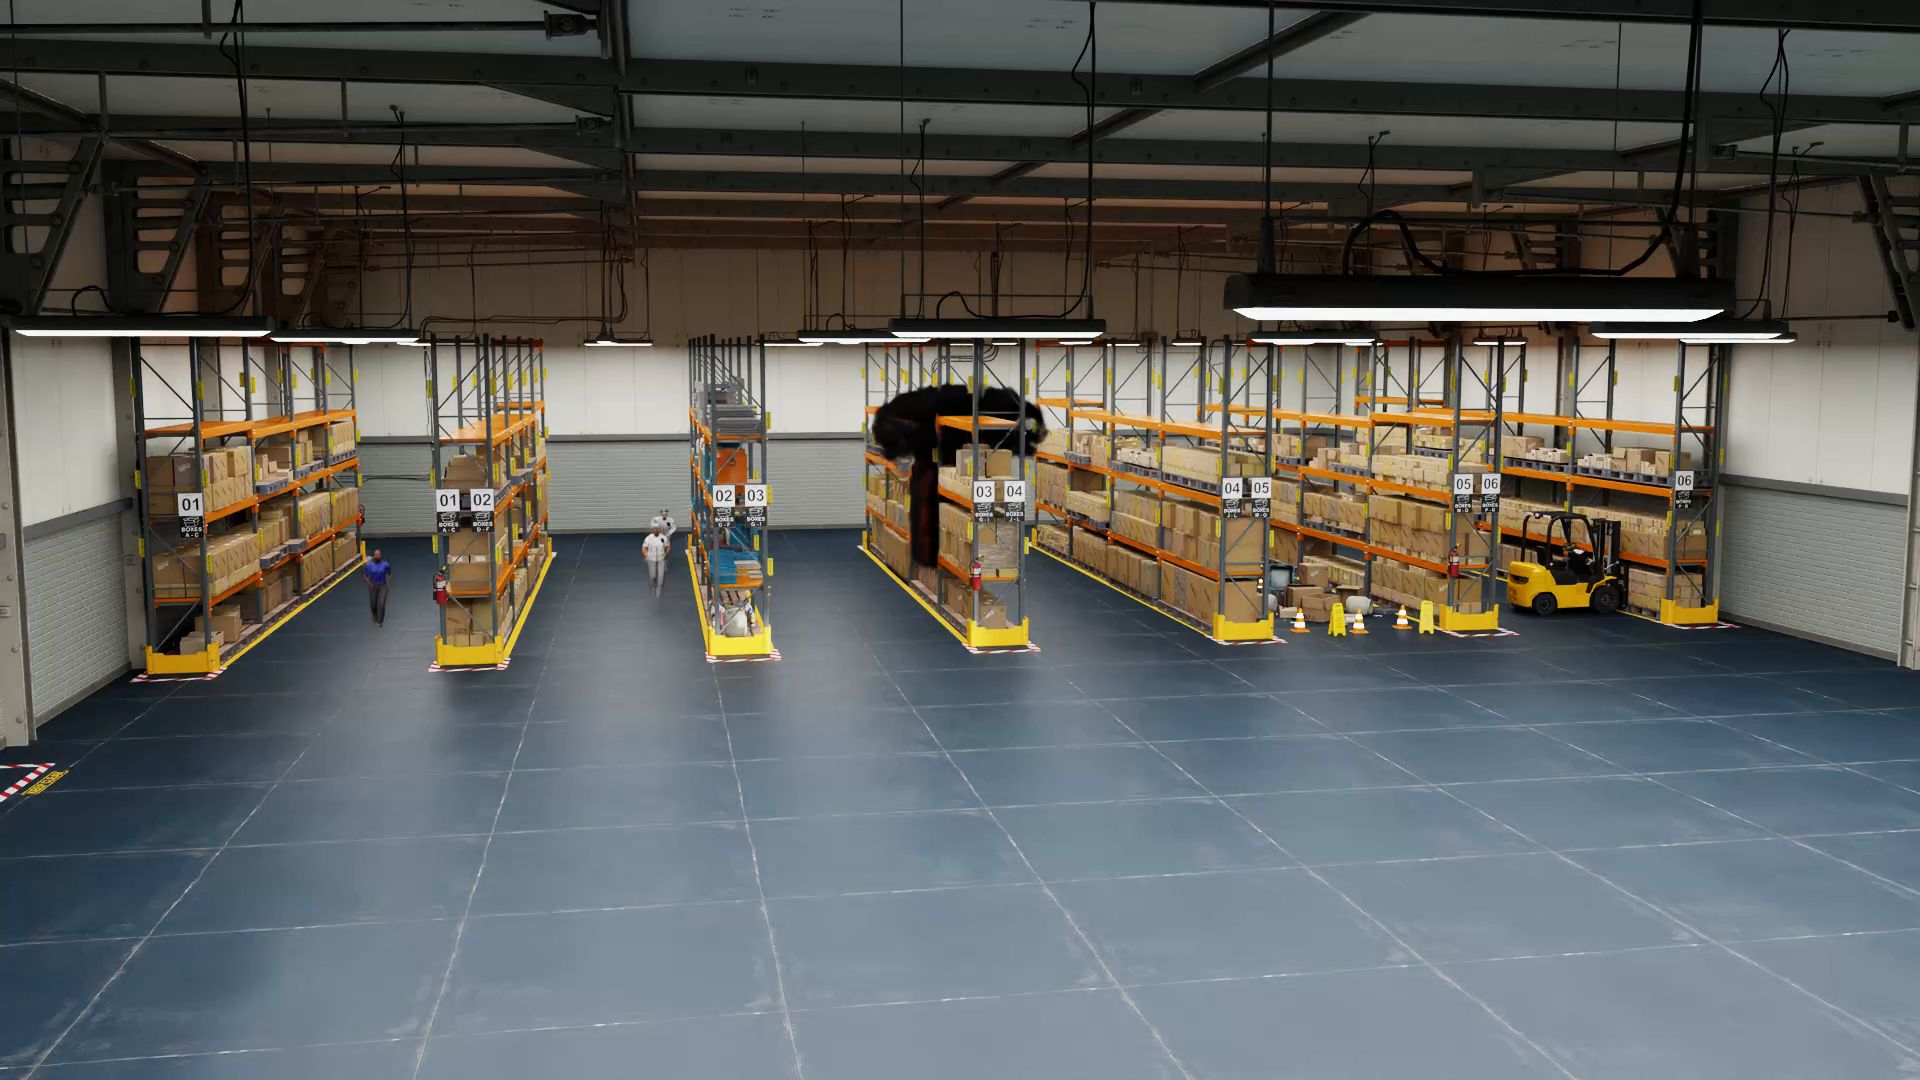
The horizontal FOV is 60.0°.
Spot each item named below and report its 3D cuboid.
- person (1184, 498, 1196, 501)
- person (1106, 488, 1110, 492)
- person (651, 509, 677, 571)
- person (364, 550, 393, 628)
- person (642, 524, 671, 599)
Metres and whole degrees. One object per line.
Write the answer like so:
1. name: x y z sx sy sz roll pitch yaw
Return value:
1. person: 7.287 -0.999 51.137 0.918 1.761 0.712 -3 7 -21
2. person: 4.453 -0.959 51.099 0.735 1.725 0.545 -4 8 -33
3. person: -7.742 -0.026 43.544 0.656 1.622 0.980 -1 7 -7
4. person: -11.997 0.995 34.331 0.562 1.609 0.589 -3 7 -21
5. person: -6.656 0.455 36.524 0.618 1.640 0.509 -2 7 -13
